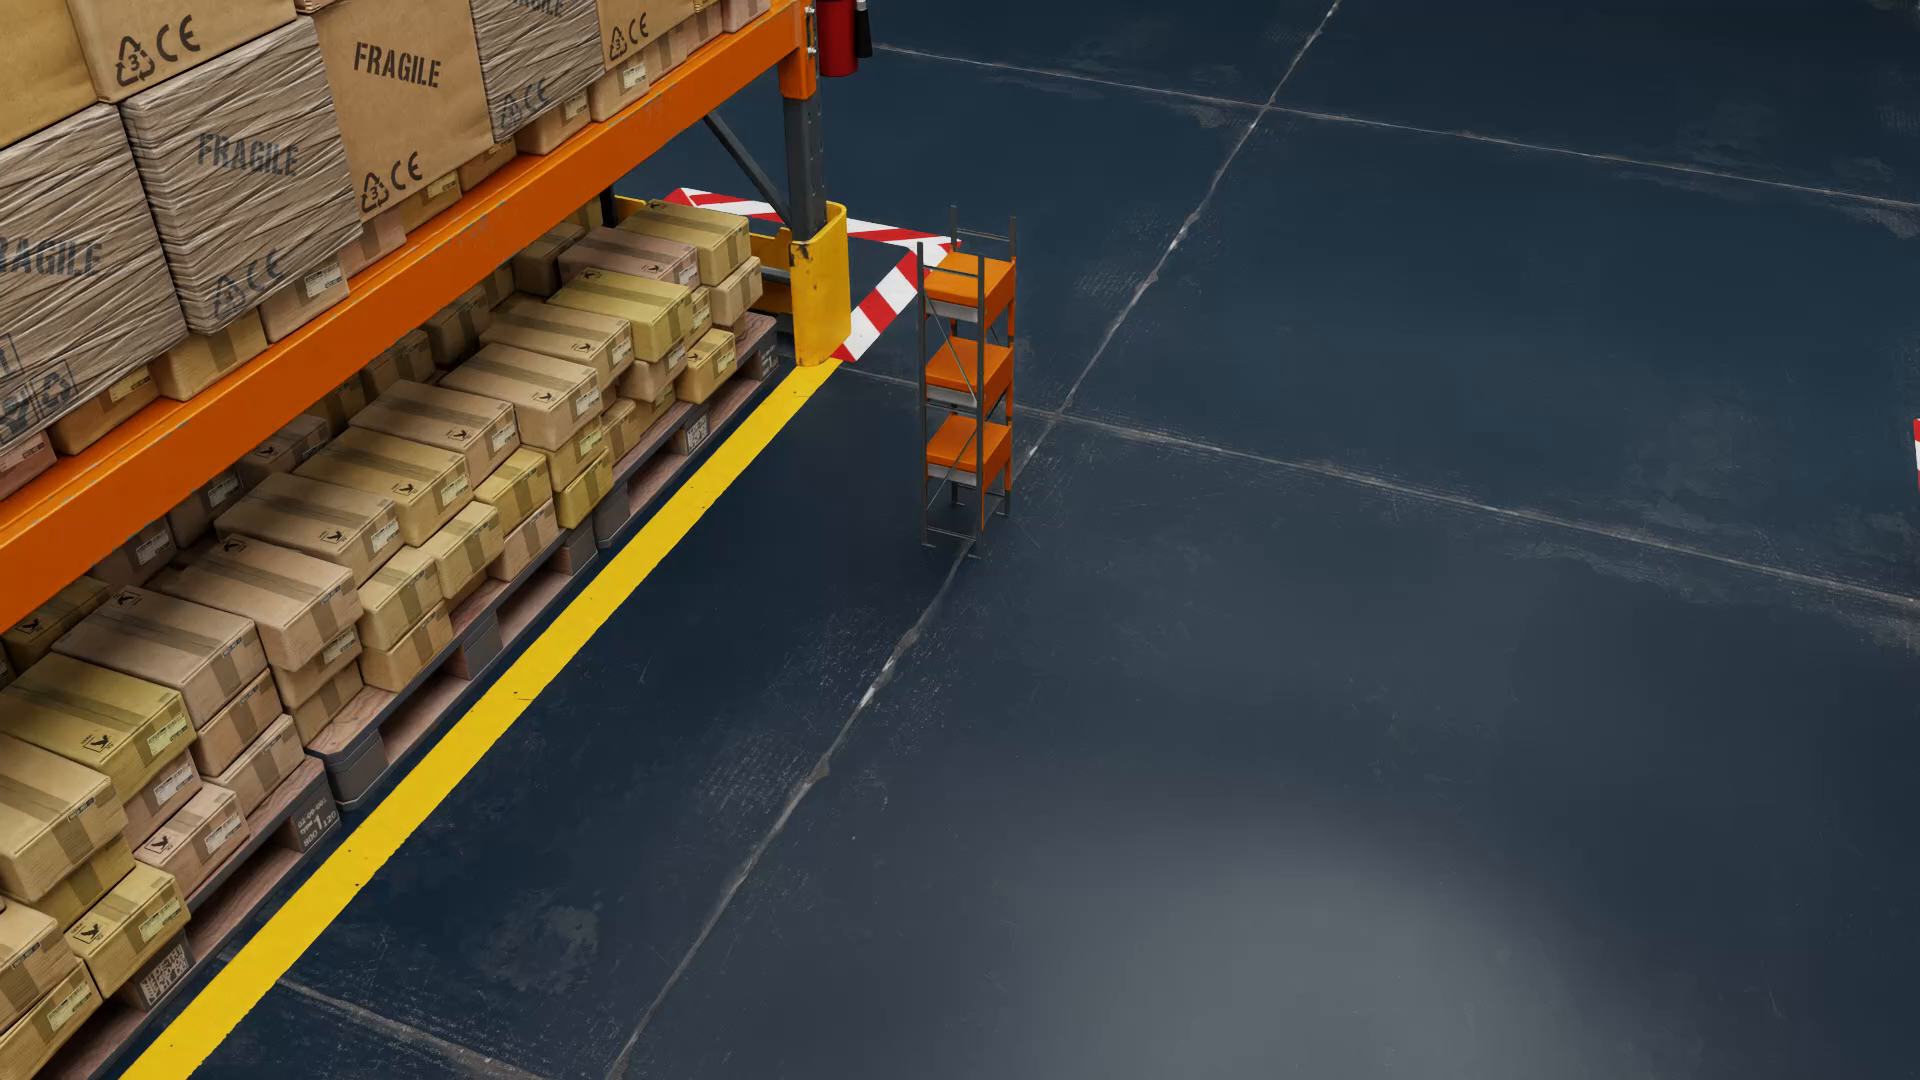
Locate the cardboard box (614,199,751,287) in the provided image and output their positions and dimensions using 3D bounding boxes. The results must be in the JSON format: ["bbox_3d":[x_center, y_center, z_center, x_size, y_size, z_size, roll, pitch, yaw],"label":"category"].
[{"bbox_3d":[-0.935,-1.008,5.627,0.380,0.149,0.250,14,39,18],"label":"cardboard box"}]

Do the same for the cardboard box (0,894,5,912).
[{"bbox_3d":[-2.168,0.712,3.326,0.380,0.149,0.250,15,39,20],"label":"cardboard box"}]

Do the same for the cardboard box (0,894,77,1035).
[{"bbox_3d":[-2.056,0.847,3.394,0.380,0.149,0.250,16,40,20],"label":"cardboard box"}]

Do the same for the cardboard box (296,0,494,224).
[{"bbox_3d":[-1.485,-1.106,3.892,0.500,0.500,0.500,16,40,20],"label":"cardboard box"}]

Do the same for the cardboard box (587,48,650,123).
[{"bbox_3d":[-1.117,-1.331,4.735,0.380,0.149,0.250,15,39,19],"label":"cardboard box"}]

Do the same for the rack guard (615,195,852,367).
[{"bbox_3d":[-0.997,-1.051,6.239,1.175,0.500,0.348,14,39,18],"label":"rack guard"}]

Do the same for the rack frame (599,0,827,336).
[{"bbox_3d":[-0.968,-2.095,5.547,1.000,3.000,0.127,14,39,18],"label":"rack frame"}]

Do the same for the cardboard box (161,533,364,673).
[{"bbox_3d":[-1.707,0.150,4.078,0.380,0.149,0.250,15,39,19],"label":"cardboard box"}]

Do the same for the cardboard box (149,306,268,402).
[{"bbox_3d":[-1.732,-0.455,3.563,0.380,0.149,0.250,15,39,19],"label":"cardboard box"}]

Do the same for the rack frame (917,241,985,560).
[{"bbox_3d":[-0.026,-0.383,4.885,0.200,1.050,0.008,14,39,18],"label":"rack frame"}]

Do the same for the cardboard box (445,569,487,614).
[{"bbox_3d":[-1.569,0.075,4.675,0.380,0.149,0.250,15,39,19],"label":"cardboard box"}]

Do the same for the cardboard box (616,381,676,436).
[{"bbox_3d":[-1.160,-0.490,5.430,0.380,0.149,0.250,14,39,18],"label":"cardboard box"}]

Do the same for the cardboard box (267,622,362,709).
[{"bbox_3d":[-1.752,0.247,4.196,0.380,0.149,0.250,16,40,20],"label":"cardboard box"}]

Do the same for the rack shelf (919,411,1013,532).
[{"bbox_3d":[0.020,-0.219,5.148,0.215,0.259,0.240,14,39,18],"label":"rack shelf"}]

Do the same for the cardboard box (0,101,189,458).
[{"bbox_3d":[-1.887,-0.532,3.124,0.500,0.500,0.500,14,39,18],"label":"cardboard box"}]

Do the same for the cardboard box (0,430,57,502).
[{"bbox_3d":[-1.997,-0.181,3.197,0.380,0.149,0.250,12,38,16],"label":"cardboard box"}]

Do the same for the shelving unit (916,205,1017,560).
[{"bbox_3d":[0.020,-0.450,4.975,0.215,1.050,0.252,14,39,18],"label":"shelving unit"}]

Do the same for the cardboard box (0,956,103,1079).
[{"bbox_3d":[-2.055,0.965,3.484,0.380,0.149,0.250,12,38,16],"label":"cardboard box"}]

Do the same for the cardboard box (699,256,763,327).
[{"bbox_3d":[-0.905,-0.883,5.708,0.380,0.149,0.250,13,39,17],"label":"cardboard box"}]

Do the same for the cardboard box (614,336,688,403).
[{"bbox_3d":[-1.101,-0.595,5.322,0.380,0.149,0.250,12,38,16],"label":"cardboard box"}]

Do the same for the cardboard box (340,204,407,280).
[{"bbox_3d":[-1.565,-0.761,3.972,0.380,0.149,0.250,15,39,19],"label":"cardboard box"}]

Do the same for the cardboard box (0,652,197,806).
[{"bbox_3d":[-1.957,0.422,3.714,0.380,0.149,0.250,13,39,17],"label":"cardboard box"}]

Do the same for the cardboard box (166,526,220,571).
[{"bbox_3d":[-2.102,0.017,4.504,0.380,0.149,0.250,12,38,16],"label":"cardboard box"}]

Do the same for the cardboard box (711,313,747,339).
[{"bbox_3d":[-0.976,-0.782,5.821,0.380,0.149,0.250,14,39,18],"label":"cardboard box"}]

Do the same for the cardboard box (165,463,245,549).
[{"bbox_3d":[-2.167,-0.140,4.465,0.380,0.149,0.250,13,39,16],"label":"cardboard box"}]

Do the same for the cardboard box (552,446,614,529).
[{"bbox_3d":[-1.281,-0.195,5.036,0.380,0.149,0.250,12,38,16],"label":"cardboard box"}]

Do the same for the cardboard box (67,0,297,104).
[{"bbox_3d":[-1.690,-1.196,3.178,0.500,0.500,0.500,14,39,18],"label":"cardboard box"}]

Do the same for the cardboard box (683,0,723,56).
[{"bbox_3d":[-0.960,-1.620,5.122,0.380,0.149,0.250,14,39,18],"label":"cardboard box"}]

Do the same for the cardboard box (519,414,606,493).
[{"bbox_3d":[-1.286,-0.305,4.935,0.380,0.149,0.250,14,39,18],"label":"cardboard box"}]

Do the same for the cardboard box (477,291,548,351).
[{"bbox_3d":[-1.573,-0.714,5.482,0.380,0.149,0.250,14,39,18],"label":"cardboard box"}]

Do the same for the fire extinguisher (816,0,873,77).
[{"bbox_3d":[-0.446,-1.949,5.728,0.296,0.674,0.183,14,39,18],"label":"fire extinguisher"}]

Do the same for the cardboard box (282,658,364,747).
[{"bbox_3d":[-1.786,0.360,4.294,0.380,0.149,0.250,12,38,16],"label":"cardboard box"}]

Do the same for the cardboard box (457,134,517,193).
[{"bbox_3d":[-1.403,-1.056,4.367,0.380,0.149,0.250,12,38,16],"label":"cardboard box"}]

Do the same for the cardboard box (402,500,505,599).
[{"bbox_3d":[-1.480,-0.009,4.538,0.380,0.149,0.250,14,39,18],"label":"cardboard box"}]

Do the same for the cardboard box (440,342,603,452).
[{"bbox_3d":[-1.273,-0.420,4.840,0.380,0.149,0.250,15,39,19],"label":"cardboard box"}]

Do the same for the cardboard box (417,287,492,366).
[{"bbox_3d":[-1.708,-0.700,5.215,0.380,0.149,0.250,12,38,16],"label":"cardboard box"}]

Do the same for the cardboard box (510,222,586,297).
[{"bbox_3d":[-1.476,-0.966,5.571,0.380,0.149,0.250,15,39,19],"label":"cardboard box"}]

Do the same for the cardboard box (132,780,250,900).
[{"bbox_3d":[-1.907,0.668,3.881,0.380,0.149,0.250,14,39,18],"label":"cardboard box"}]

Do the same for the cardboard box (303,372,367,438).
[{"bbox_3d":[-1.964,-0.413,4.831,0.380,0.149,0.250,14,39,18],"label":"cardboard box"}]

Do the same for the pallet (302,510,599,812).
[{"bbox_3d":[-1.805,0.179,4.834,1.003,0.211,1.213,14,39,18],"label":"pallet"}]

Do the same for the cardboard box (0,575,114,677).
[{"bbox_3d":[-2.276,0.183,4.033,0.380,0.149,0.250,15,39,19],"label":"cardboard box"}]

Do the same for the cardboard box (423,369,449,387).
[{"bbox_3d":[-1.784,-0.428,5.099,0.380,0.149,0.250,12,38,16],"label":"cardboard box"}]

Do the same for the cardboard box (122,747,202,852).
[{"bbox_3d":[-1.984,0.543,3.800,0.380,0.149,0.250,14,39,17],"label":"cardboard box"}]

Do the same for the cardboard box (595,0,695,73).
[{"bbox_3d":[-1.102,-1.662,4.637,0.500,0.500,0.500,13,39,17],"label":"cardboard box"}]

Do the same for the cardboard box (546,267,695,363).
[{"bbox_3d":[-1.065,-0.710,5.228,0.380,0.149,0.250,13,39,17],"label":"cardboard box"}]

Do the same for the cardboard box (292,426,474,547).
[{"bbox_3d":[-1.549,-0.148,4.475,0.380,0.149,0.250,14,39,18],"label":"cardboard box"}]
